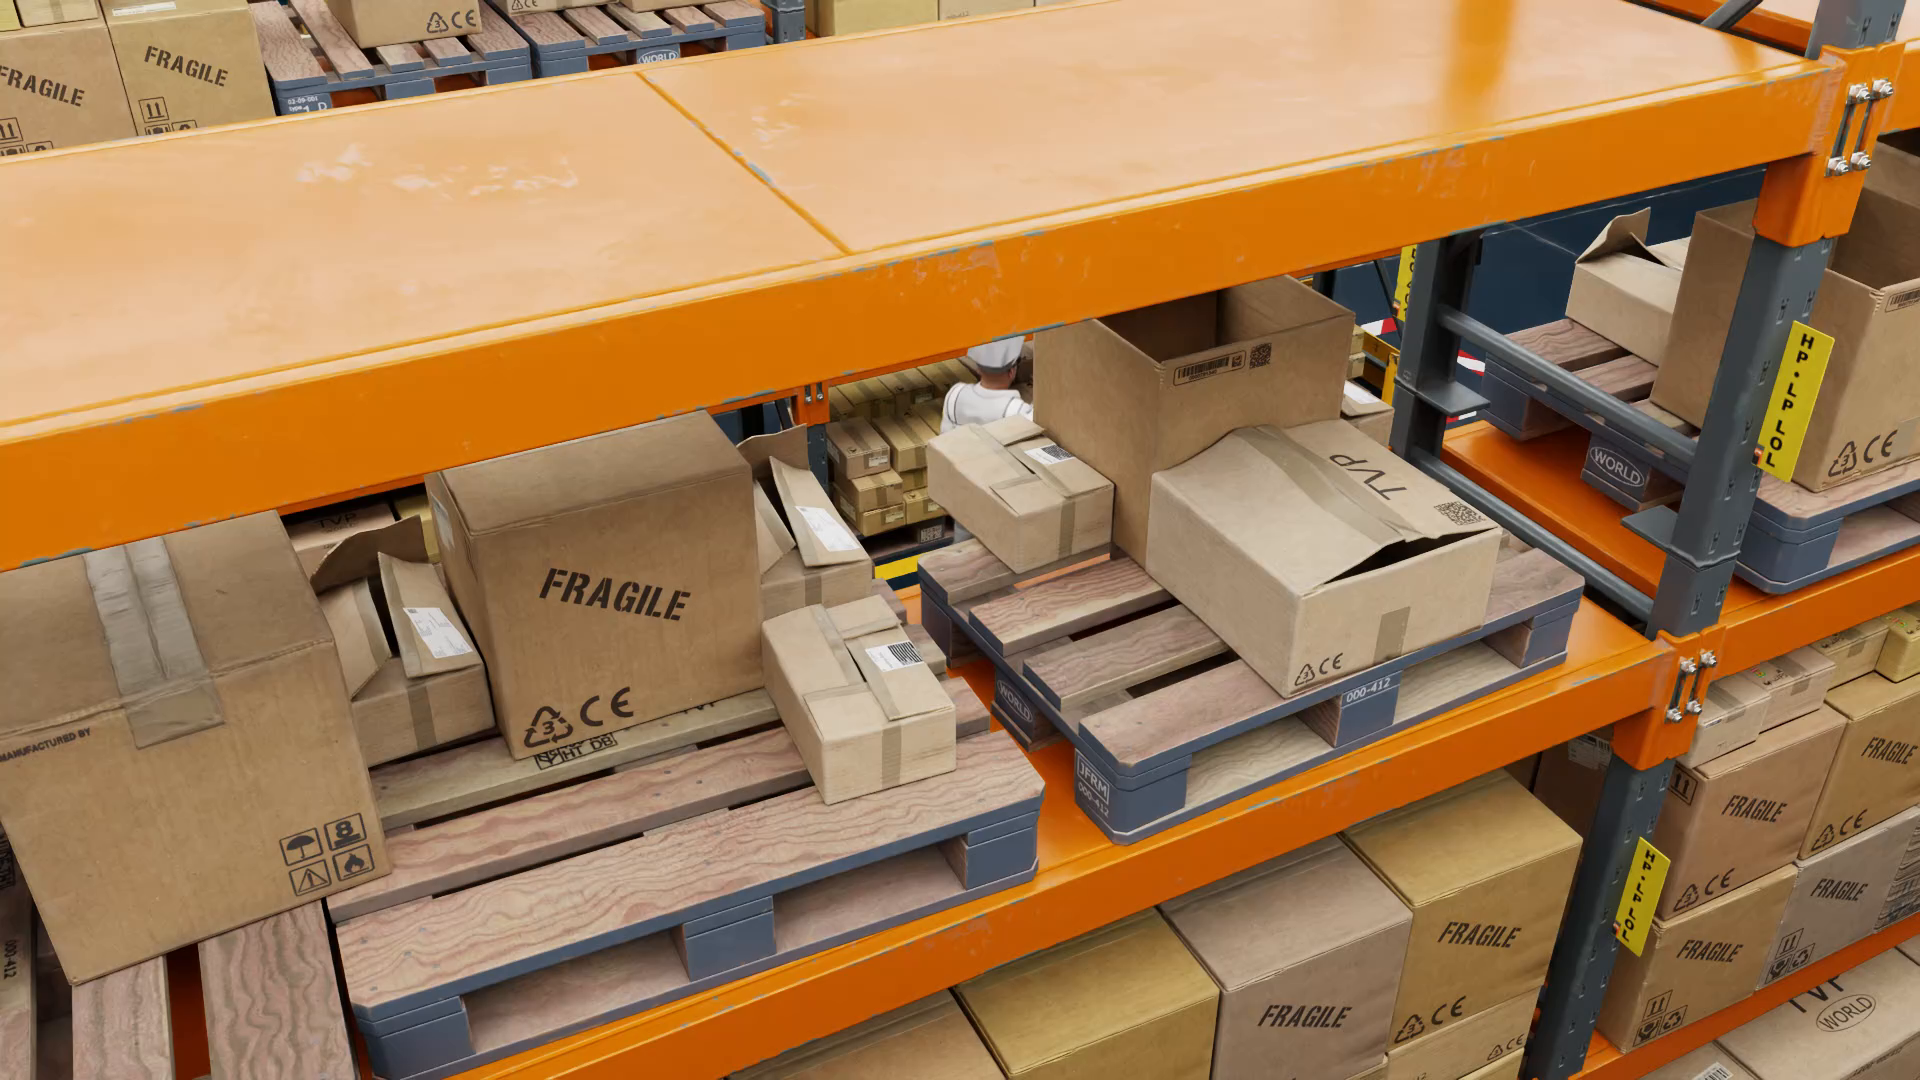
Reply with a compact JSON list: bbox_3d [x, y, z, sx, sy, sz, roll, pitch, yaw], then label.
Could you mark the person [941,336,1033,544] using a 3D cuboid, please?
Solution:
[{"bbox_3d":[0.179,-0.175,7.824,0.588,1.773,0.400,26,41,34],"label":"person"}]
